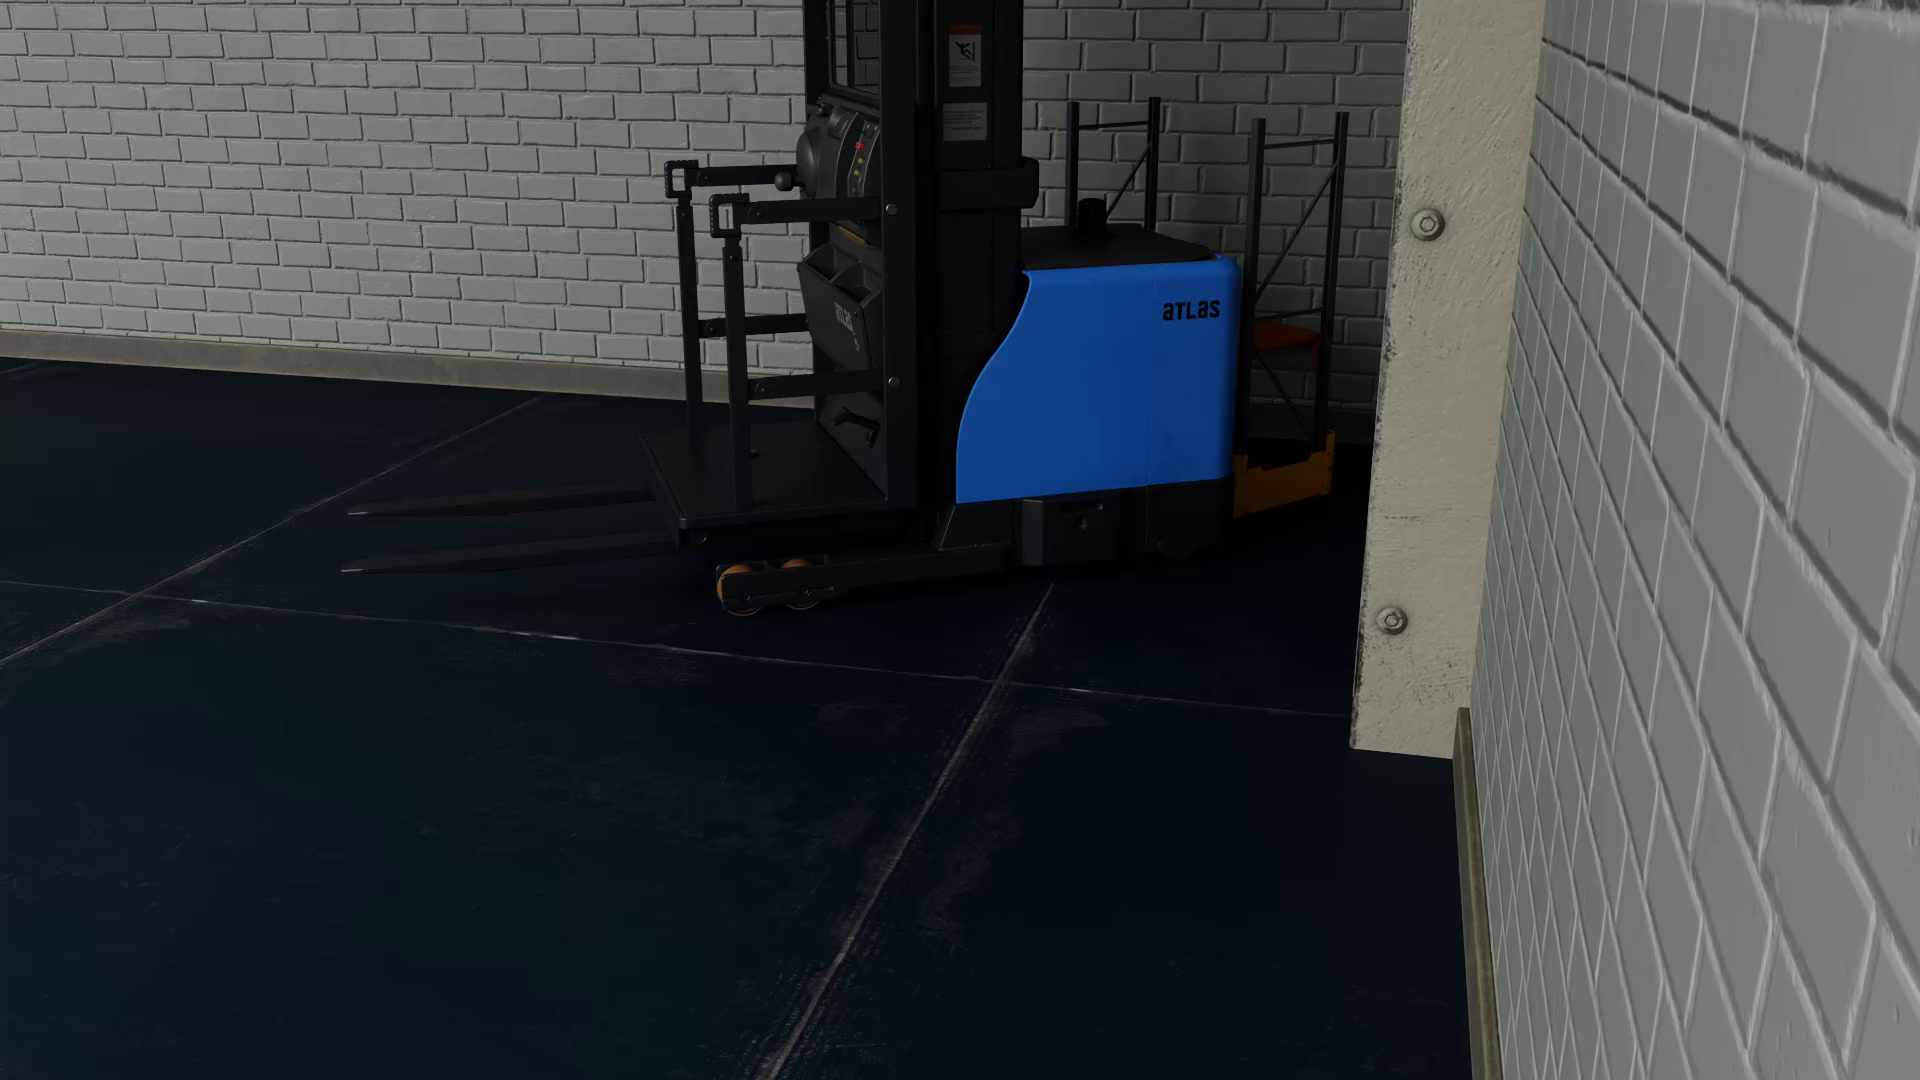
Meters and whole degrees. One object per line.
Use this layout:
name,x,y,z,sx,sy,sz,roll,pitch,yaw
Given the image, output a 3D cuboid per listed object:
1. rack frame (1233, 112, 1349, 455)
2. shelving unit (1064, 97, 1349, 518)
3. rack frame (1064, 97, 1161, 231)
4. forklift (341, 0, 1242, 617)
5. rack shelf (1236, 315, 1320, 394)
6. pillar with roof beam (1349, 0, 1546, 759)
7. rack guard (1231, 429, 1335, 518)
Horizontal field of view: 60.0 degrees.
rack frame,1.261,-0.860,6.385,0.500,1.500,0.032,-14,23,-35
shelving unit,0.957,-0.988,6.760,0.587,1.500,1.083,-14,23,-35
rack frame,0.642,-1.121,7.148,0.500,1.500,0.032,-14,23,-35
forklift,-0.594,-1.327,5.538,3.031,2.935,1.130,-6,20,-16
rack shelf,0.952,-0.820,6.824,0.538,0.185,1.000,-14,23,-35
pillar with roof beam,-2.916,-4.082,4.217,9.100,9.000,0.400,5,19,13
rack guard,1.261,-0.269,6.588,0.587,0.250,0.087,-14,23,-35
